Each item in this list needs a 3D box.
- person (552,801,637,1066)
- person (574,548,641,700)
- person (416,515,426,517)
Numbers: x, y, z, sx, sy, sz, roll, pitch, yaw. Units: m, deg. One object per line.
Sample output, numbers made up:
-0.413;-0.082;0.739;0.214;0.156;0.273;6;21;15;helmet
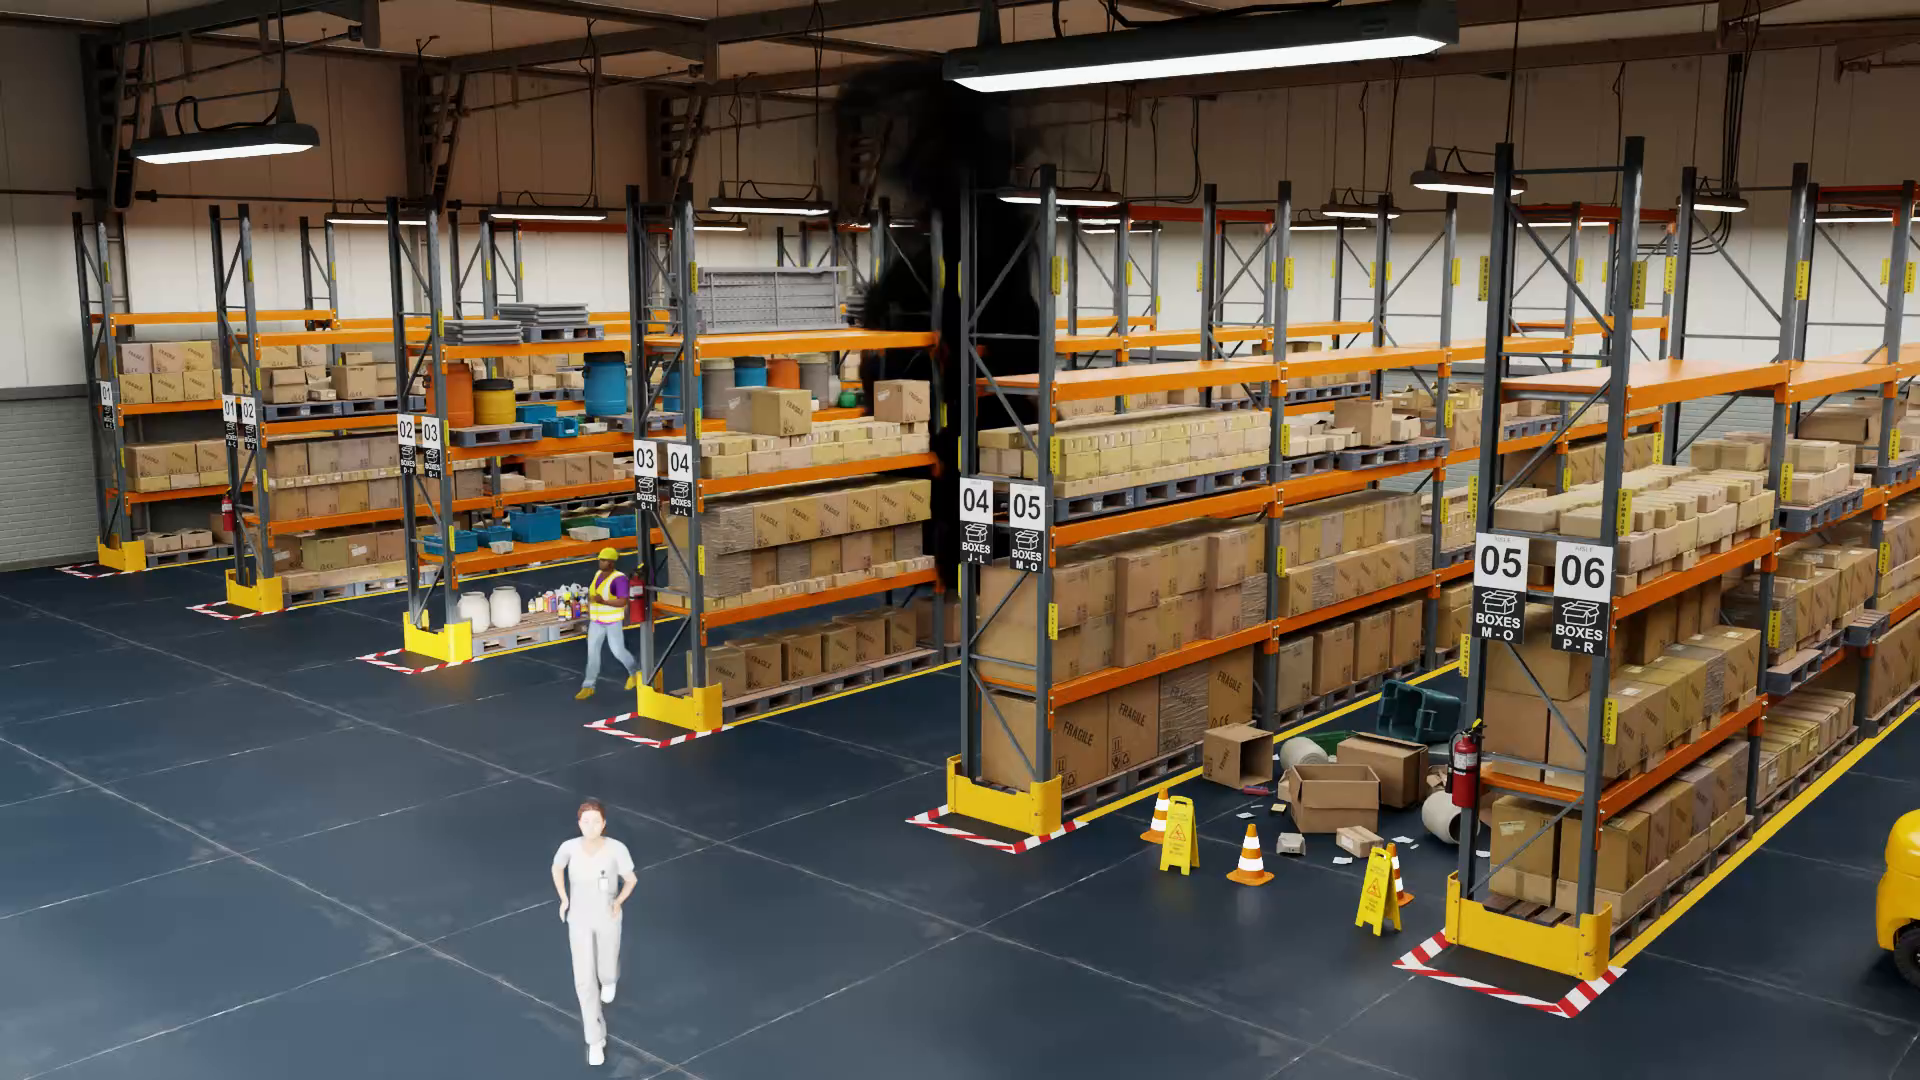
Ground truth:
-2.435;2.541;11.099;0.567;1.669;0.879;-1;10;-8;person
-4.212;0.965;19.755;0.700;1.754;0.960;6;11;33;person
-9.602;-0.490;29.402;0.640;1.606;0.548;7;12;37;person
